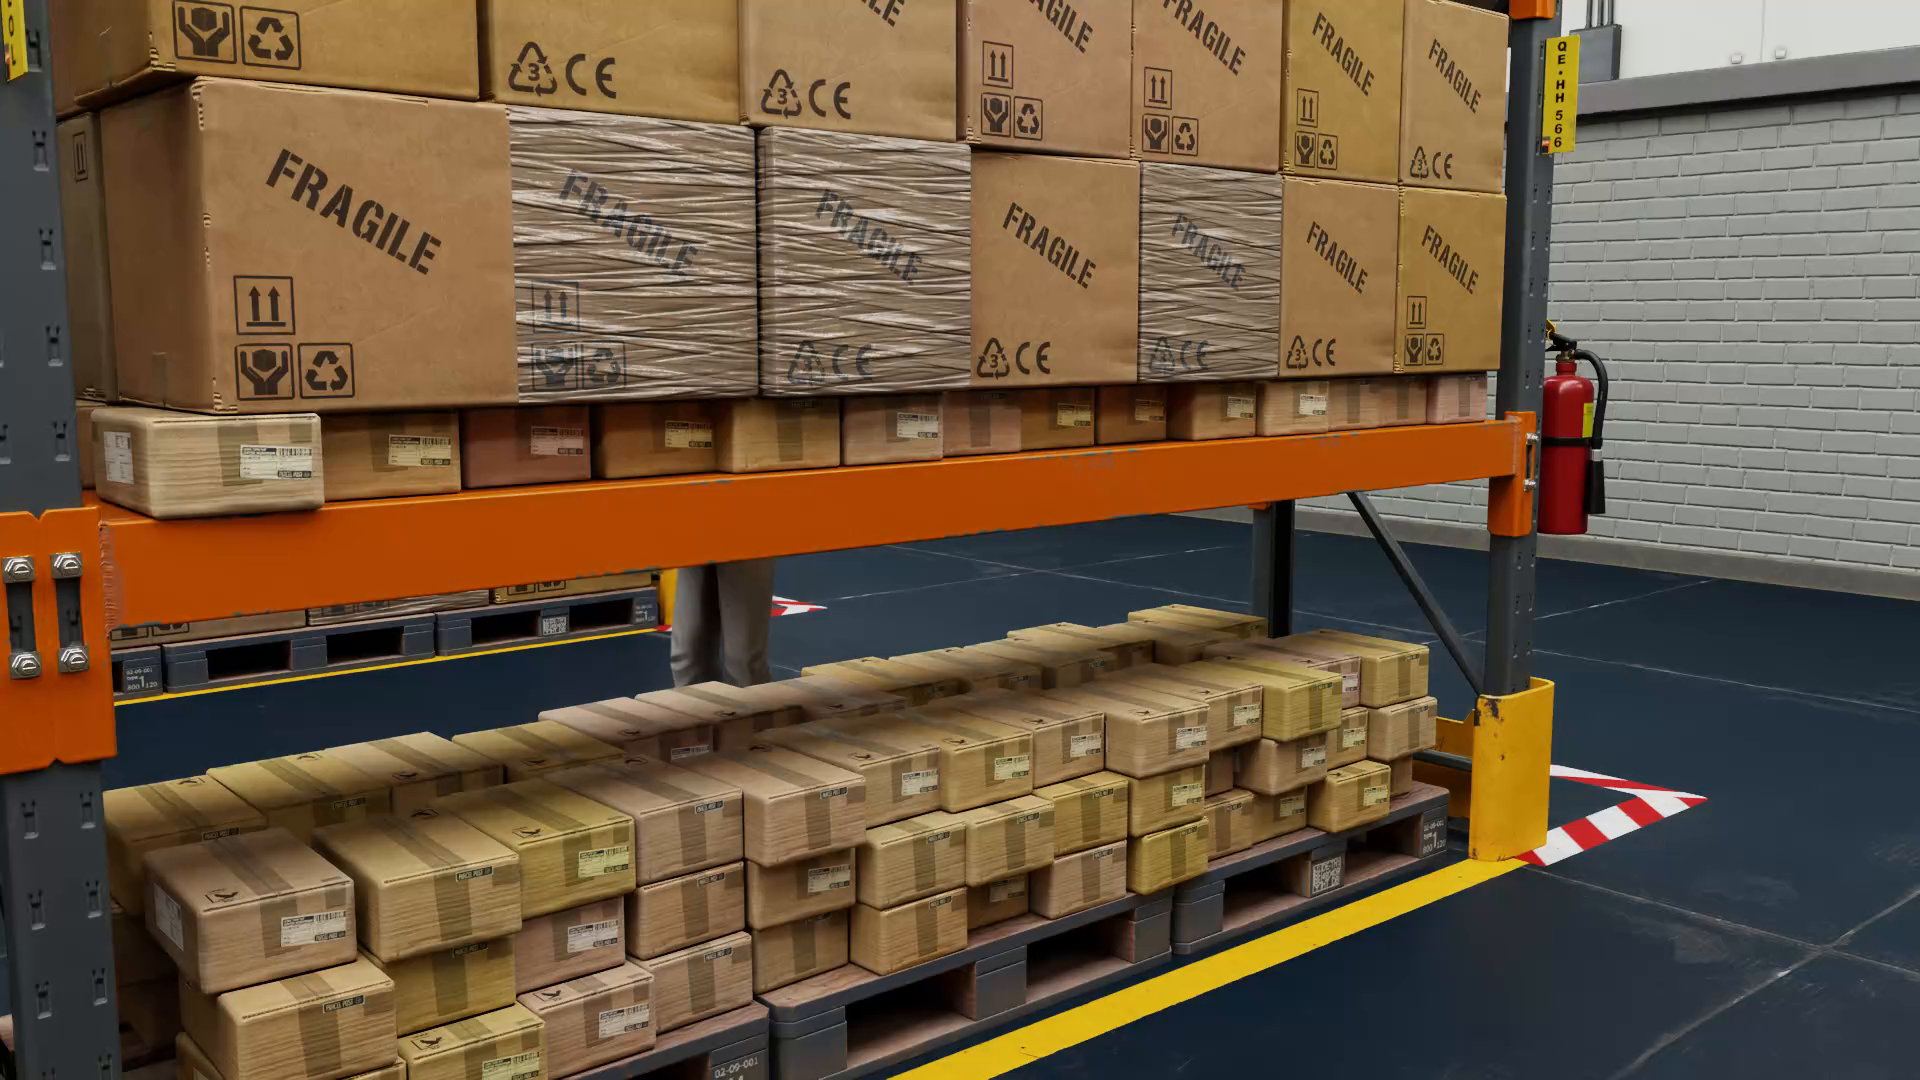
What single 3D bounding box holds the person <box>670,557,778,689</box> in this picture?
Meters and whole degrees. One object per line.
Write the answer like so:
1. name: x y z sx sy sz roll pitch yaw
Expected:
1. person: -0.812 0.049 5.467 0.431 1.668 0.535 5 9 36
